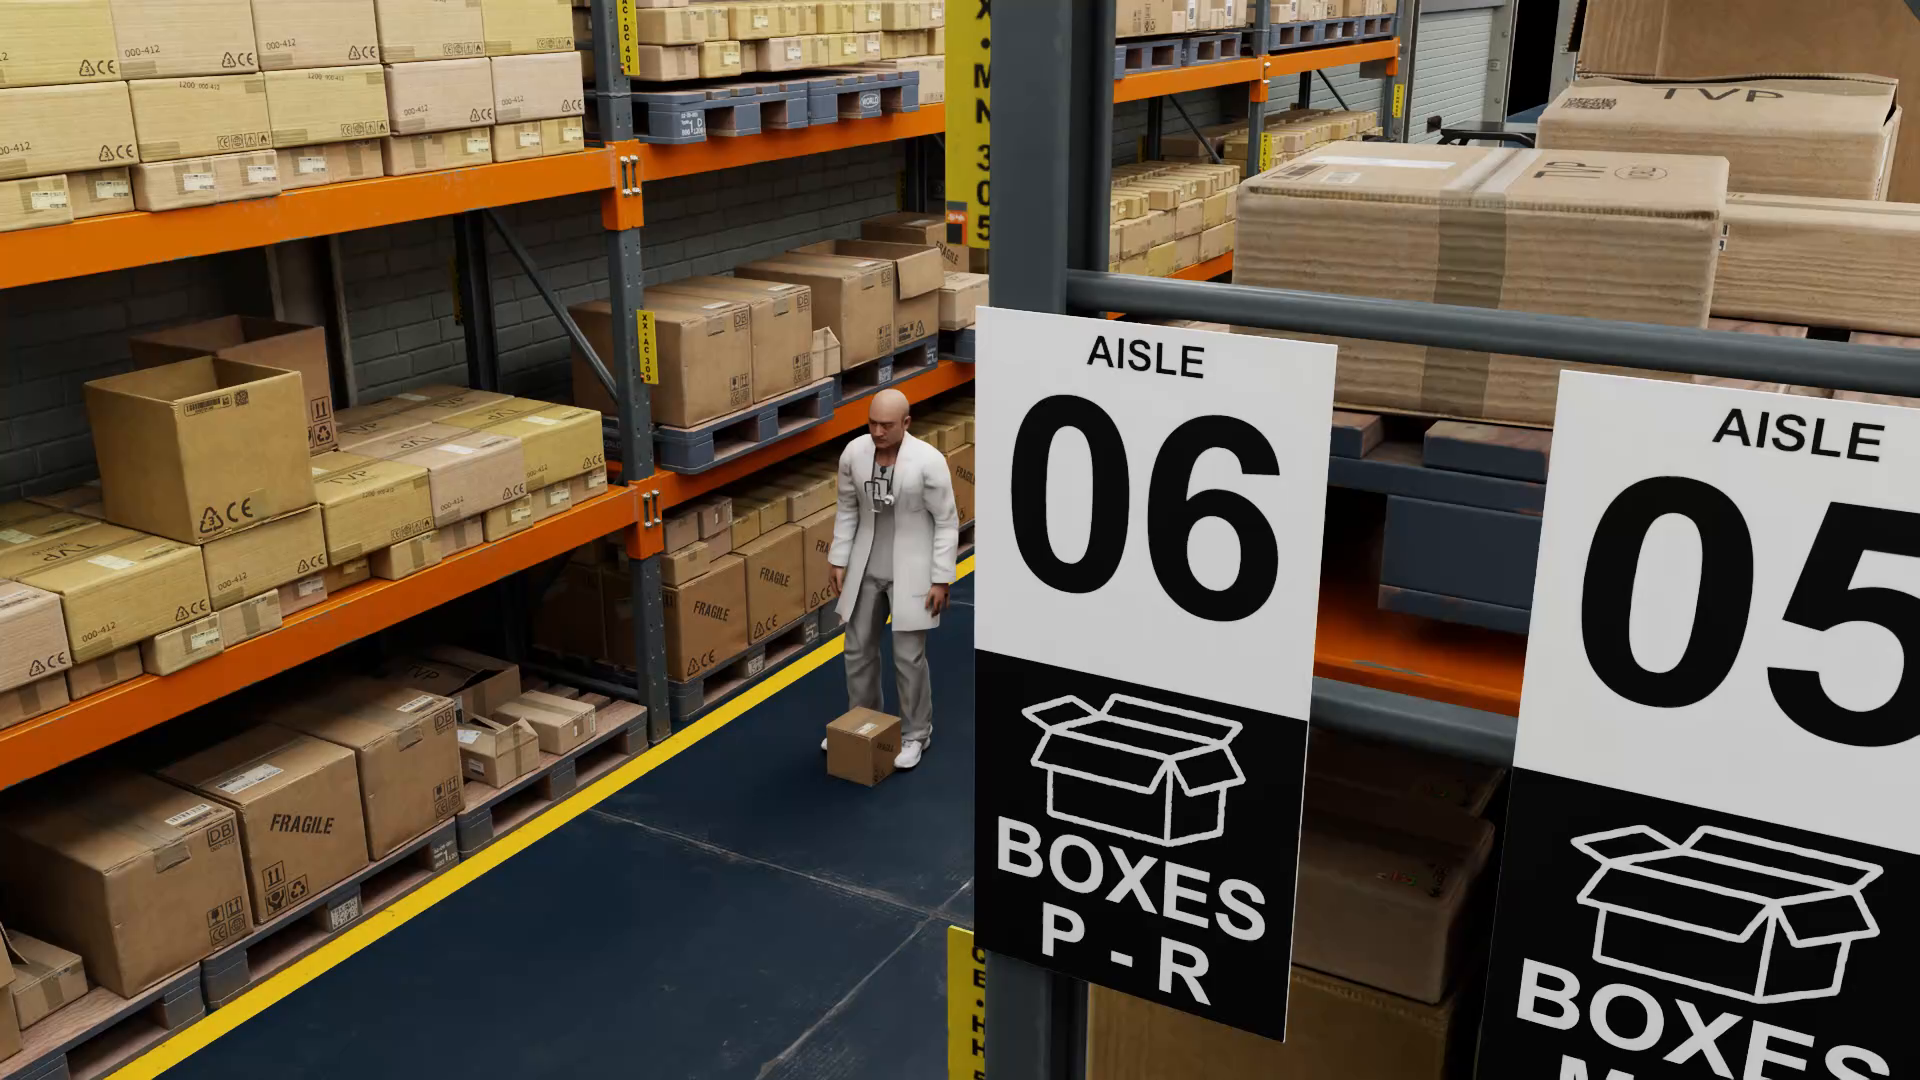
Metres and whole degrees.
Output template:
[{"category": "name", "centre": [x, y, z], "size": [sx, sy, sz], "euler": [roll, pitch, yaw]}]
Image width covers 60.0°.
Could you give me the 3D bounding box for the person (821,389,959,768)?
[{"category": "person", "centre": [-0.318, 0.160, 7.630], "size": [0.643, 1.772, 0.429], "euler": [9, 21, 24]}]
